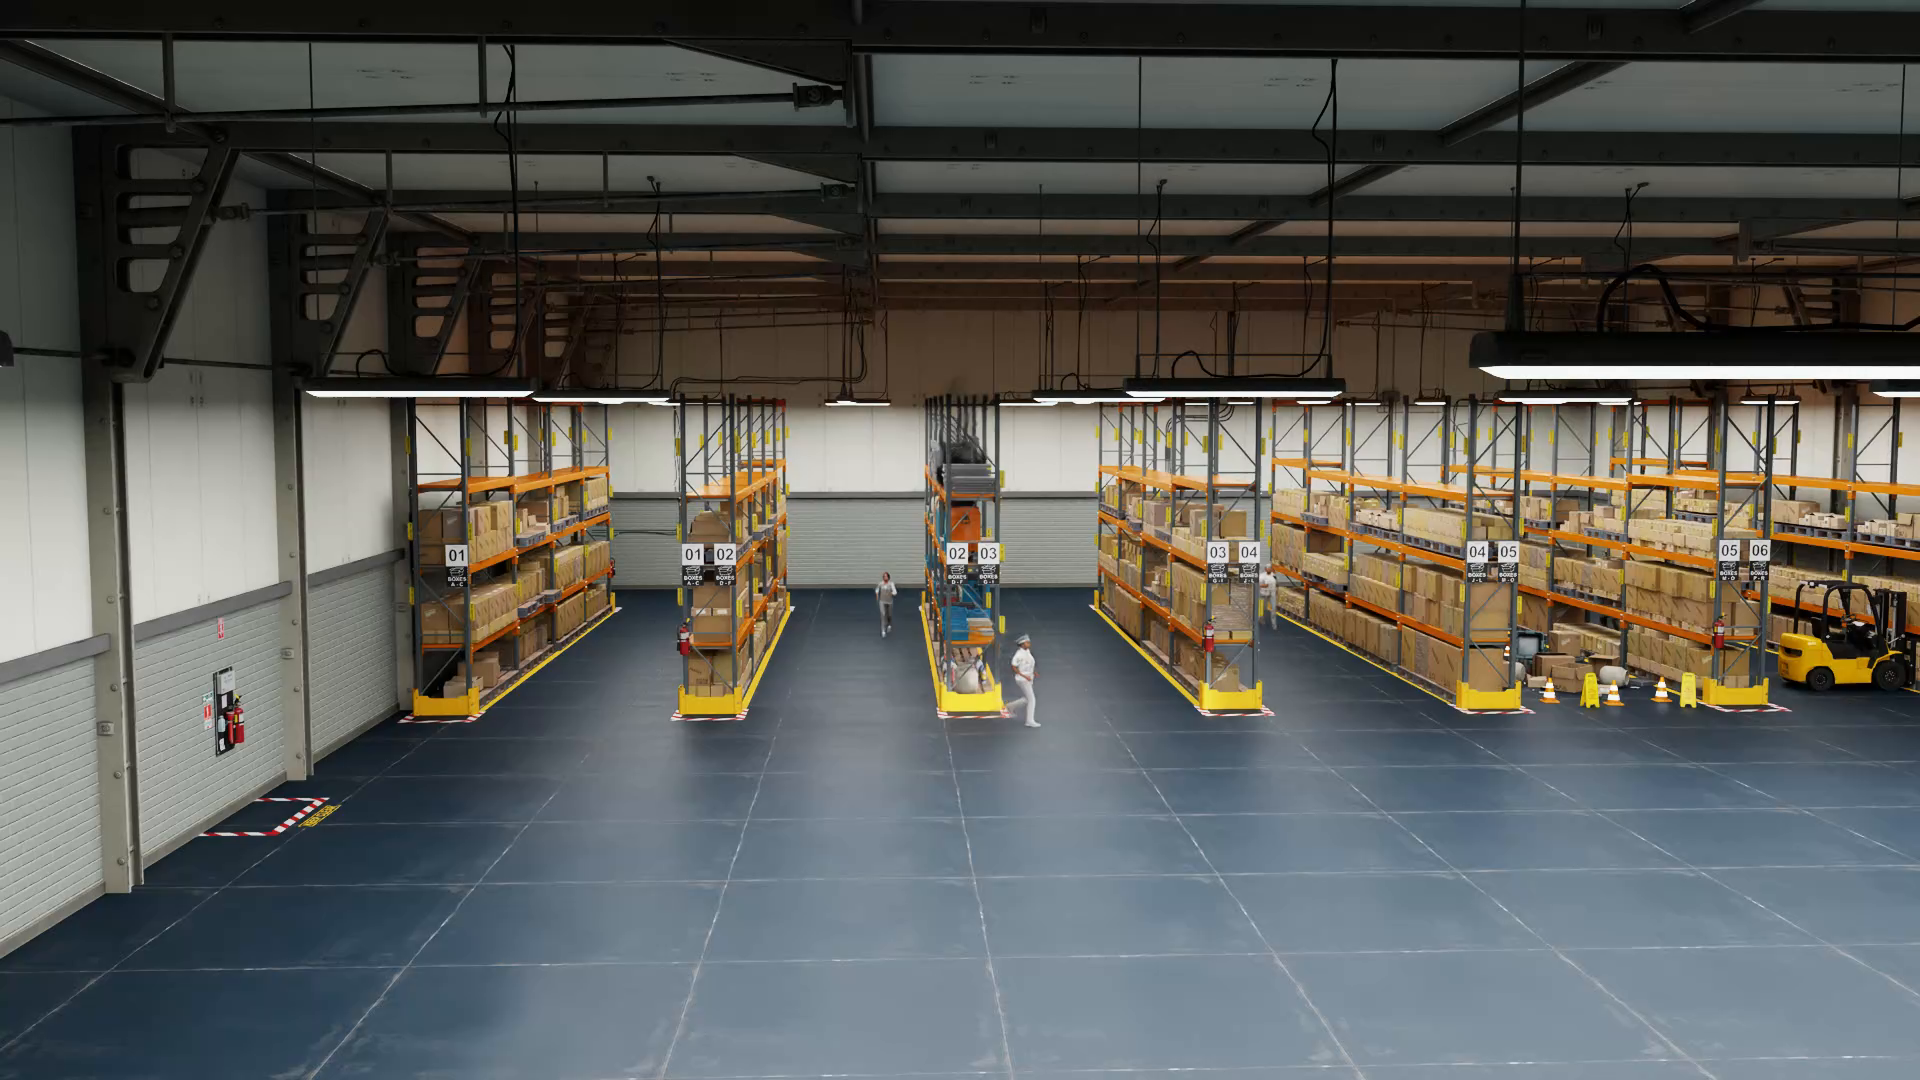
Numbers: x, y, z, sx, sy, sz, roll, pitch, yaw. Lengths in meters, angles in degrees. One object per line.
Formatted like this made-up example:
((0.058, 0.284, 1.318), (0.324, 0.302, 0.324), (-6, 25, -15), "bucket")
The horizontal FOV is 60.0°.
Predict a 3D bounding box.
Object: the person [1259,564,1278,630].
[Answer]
((8.028, 1.456, 43.351), (0.604, 1.688, 0.893), (0, 5, -6), "person")

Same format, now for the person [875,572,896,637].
((-1.865, 1.606, 41.847), (0.537, 1.569, 0.892), (0, 5, -1), "person")

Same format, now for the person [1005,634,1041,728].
((1.111, 2.524, 29.969), (0.725, 1.679, 0.591), (2, 5, 22), "person")

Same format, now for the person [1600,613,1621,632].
((16.070, 1.595, 40.989), (0.679, 1.821, 0.966), (-1, 5, -9), "person")
